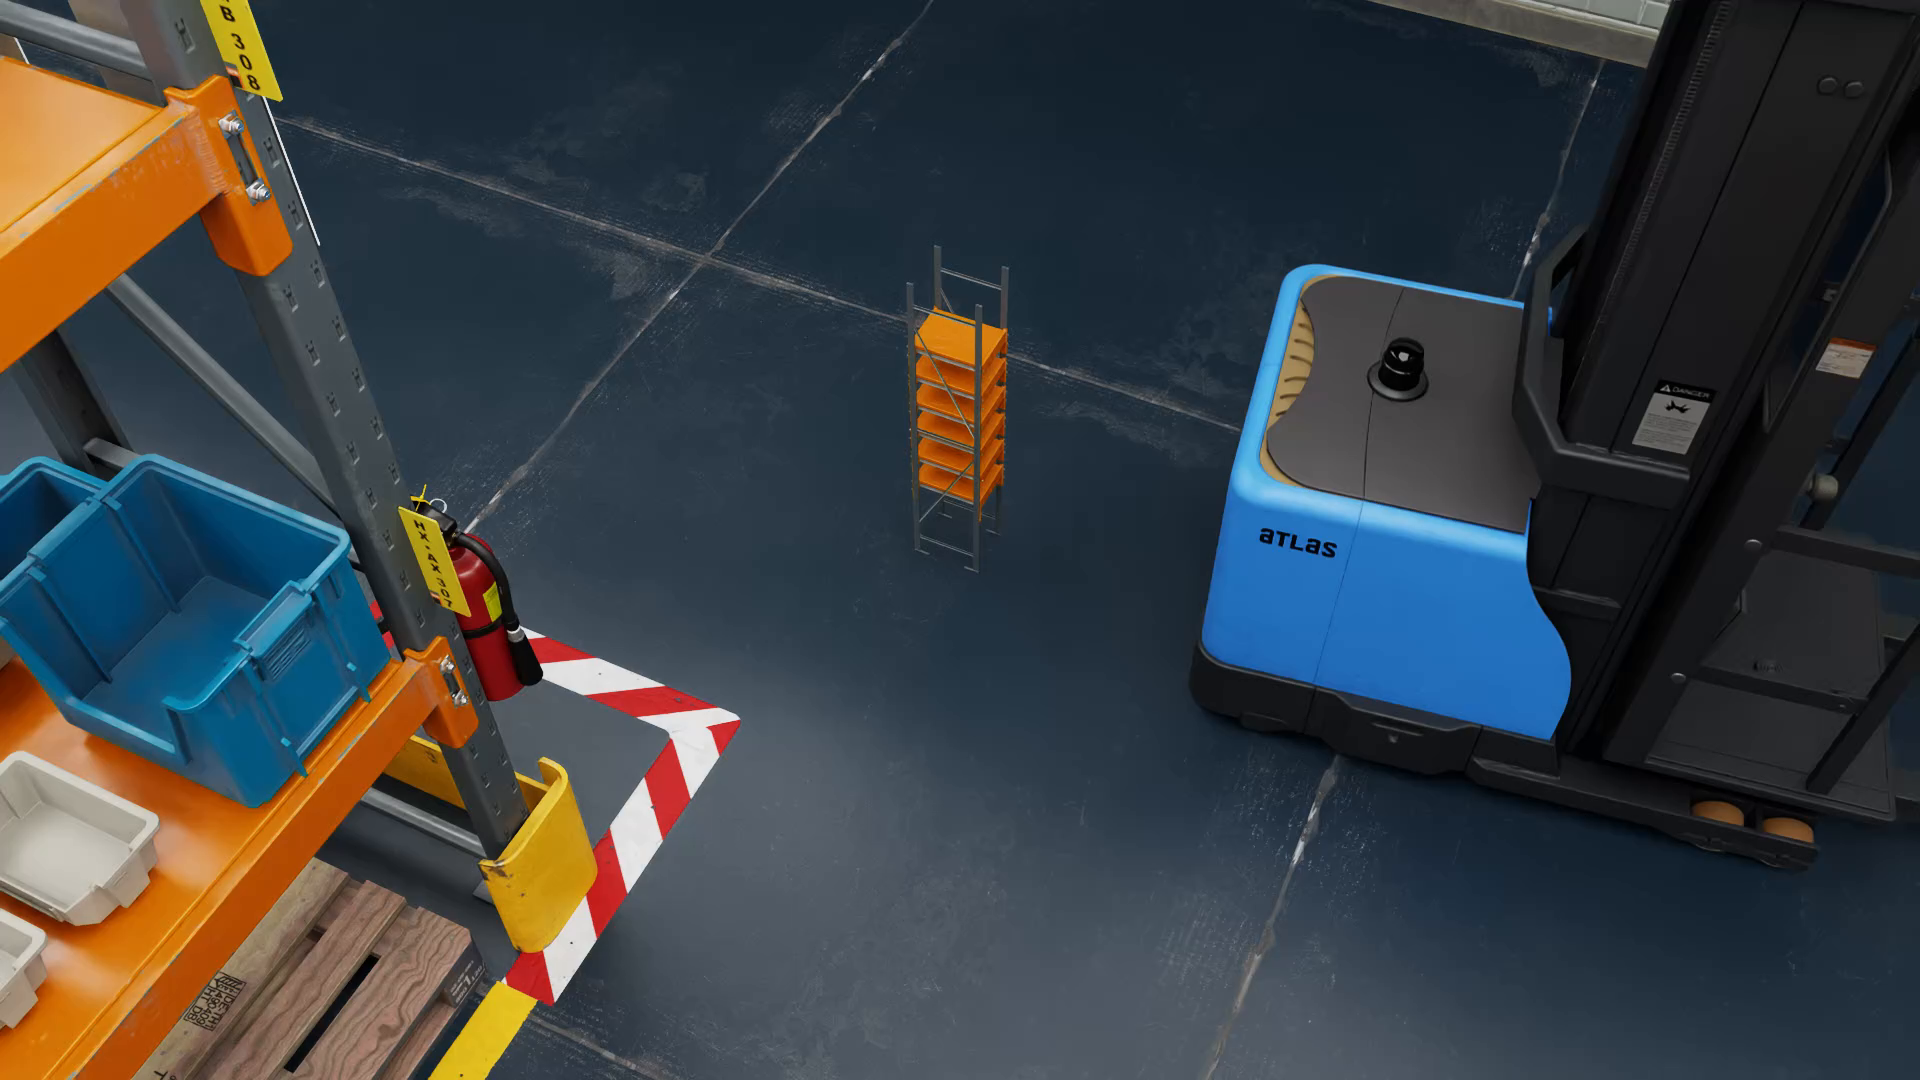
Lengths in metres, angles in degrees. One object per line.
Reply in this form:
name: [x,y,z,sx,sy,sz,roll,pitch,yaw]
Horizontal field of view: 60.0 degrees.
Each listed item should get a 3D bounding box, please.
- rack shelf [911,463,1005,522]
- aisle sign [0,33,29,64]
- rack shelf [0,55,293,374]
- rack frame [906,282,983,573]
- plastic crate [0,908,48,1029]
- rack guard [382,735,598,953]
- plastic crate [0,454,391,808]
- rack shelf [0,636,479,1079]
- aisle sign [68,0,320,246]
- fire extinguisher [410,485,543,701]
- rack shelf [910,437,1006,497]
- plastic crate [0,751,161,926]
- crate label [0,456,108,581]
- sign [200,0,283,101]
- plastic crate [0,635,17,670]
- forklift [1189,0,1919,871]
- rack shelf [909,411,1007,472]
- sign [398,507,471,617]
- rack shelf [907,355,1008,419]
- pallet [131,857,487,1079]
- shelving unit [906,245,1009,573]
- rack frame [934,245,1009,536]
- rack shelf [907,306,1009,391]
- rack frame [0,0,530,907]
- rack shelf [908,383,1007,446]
rack shelf: [-0.006,-0.195,5.501,0.258,0.103,0.180,20,52,16]
aisle sign: [-1.887,-1.052,2.969,0.394,0.787,0.004,20,52,16]
rack shelf: [-2.503,0.575,1.794,1.077,0.370,4.000,20,52,16]
rack frame: [-0.045,-0.316,5.231,0.240,1.200,0.006,20,52,16]
plastic crate: [-1.971,0.818,3.218,0.396,0.136,0.243,20,52,16]
rack guard: [-1.650,0.726,4.804,1.175,0.500,0.348,20,52,16]
plastic crate: [-1.623,0.197,3.550,0.616,0.435,0.499,20,52,16]
rack shelf: [-2.503,1.547,2.937,1.077,0.370,4.000,20,52,16]
aisle sign: [-1.353,-0.860,2.805,0.394,0.787,0.004,20,52,16]
fire extinguisher: [-1.174,0.126,3.969,0.296,0.674,0.183,20,52,16]
rack shelf: [-0.006,-0.272,5.410,0.258,0.103,0.180,20,52,16]
plastic crate: [-1.834,0.623,3.384,0.396,0.136,0.243,20,52,16]
crate label: [-2.052,0.034,3.822,0.416,0.233,0.303,20,52,16]
sign: [-1.145,-0.834,2.589,0.100,0.325,0.005,20,52,16]
plastic crate: [-2.264,0.259,3.694,0.250,0.136,0.298,20,52,16]
forklift: [2.300,-0.435,4.196,3.031,2.935,1.130,13,51,11]
rack shelf: [-0.006,-0.350,5.318,0.258,0.103,0.180,20,52,16]
sign: [-1.145,0.051,3.630,0.100,0.325,0.005,20,52,16]
rack shelf: [-0.006,-0.506,5.136,0.258,0.103,0.180,20,52,16]
pallet: [-2.036,1.395,4.424,1.003,0.211,1.213,20,52,16]
shelving unit: [-0.006,-0.379,5.285,0.258,1.200,0.189,20,52,16]
rack frame: [0.033,-0.442,5.338,0.240,1.200,0.006,20,52,16]
rack shelf: [-0.006,-0.583,5.044,0.258,0.103,0.180,20,52,16]
rack frame: [-1.649,-0.063,3.834,1.000,3.000,0.127,20,52,16]
rack shelf: [-0.006,-0.428,5.227,0.258,0.103,0.180,20,52,16]
